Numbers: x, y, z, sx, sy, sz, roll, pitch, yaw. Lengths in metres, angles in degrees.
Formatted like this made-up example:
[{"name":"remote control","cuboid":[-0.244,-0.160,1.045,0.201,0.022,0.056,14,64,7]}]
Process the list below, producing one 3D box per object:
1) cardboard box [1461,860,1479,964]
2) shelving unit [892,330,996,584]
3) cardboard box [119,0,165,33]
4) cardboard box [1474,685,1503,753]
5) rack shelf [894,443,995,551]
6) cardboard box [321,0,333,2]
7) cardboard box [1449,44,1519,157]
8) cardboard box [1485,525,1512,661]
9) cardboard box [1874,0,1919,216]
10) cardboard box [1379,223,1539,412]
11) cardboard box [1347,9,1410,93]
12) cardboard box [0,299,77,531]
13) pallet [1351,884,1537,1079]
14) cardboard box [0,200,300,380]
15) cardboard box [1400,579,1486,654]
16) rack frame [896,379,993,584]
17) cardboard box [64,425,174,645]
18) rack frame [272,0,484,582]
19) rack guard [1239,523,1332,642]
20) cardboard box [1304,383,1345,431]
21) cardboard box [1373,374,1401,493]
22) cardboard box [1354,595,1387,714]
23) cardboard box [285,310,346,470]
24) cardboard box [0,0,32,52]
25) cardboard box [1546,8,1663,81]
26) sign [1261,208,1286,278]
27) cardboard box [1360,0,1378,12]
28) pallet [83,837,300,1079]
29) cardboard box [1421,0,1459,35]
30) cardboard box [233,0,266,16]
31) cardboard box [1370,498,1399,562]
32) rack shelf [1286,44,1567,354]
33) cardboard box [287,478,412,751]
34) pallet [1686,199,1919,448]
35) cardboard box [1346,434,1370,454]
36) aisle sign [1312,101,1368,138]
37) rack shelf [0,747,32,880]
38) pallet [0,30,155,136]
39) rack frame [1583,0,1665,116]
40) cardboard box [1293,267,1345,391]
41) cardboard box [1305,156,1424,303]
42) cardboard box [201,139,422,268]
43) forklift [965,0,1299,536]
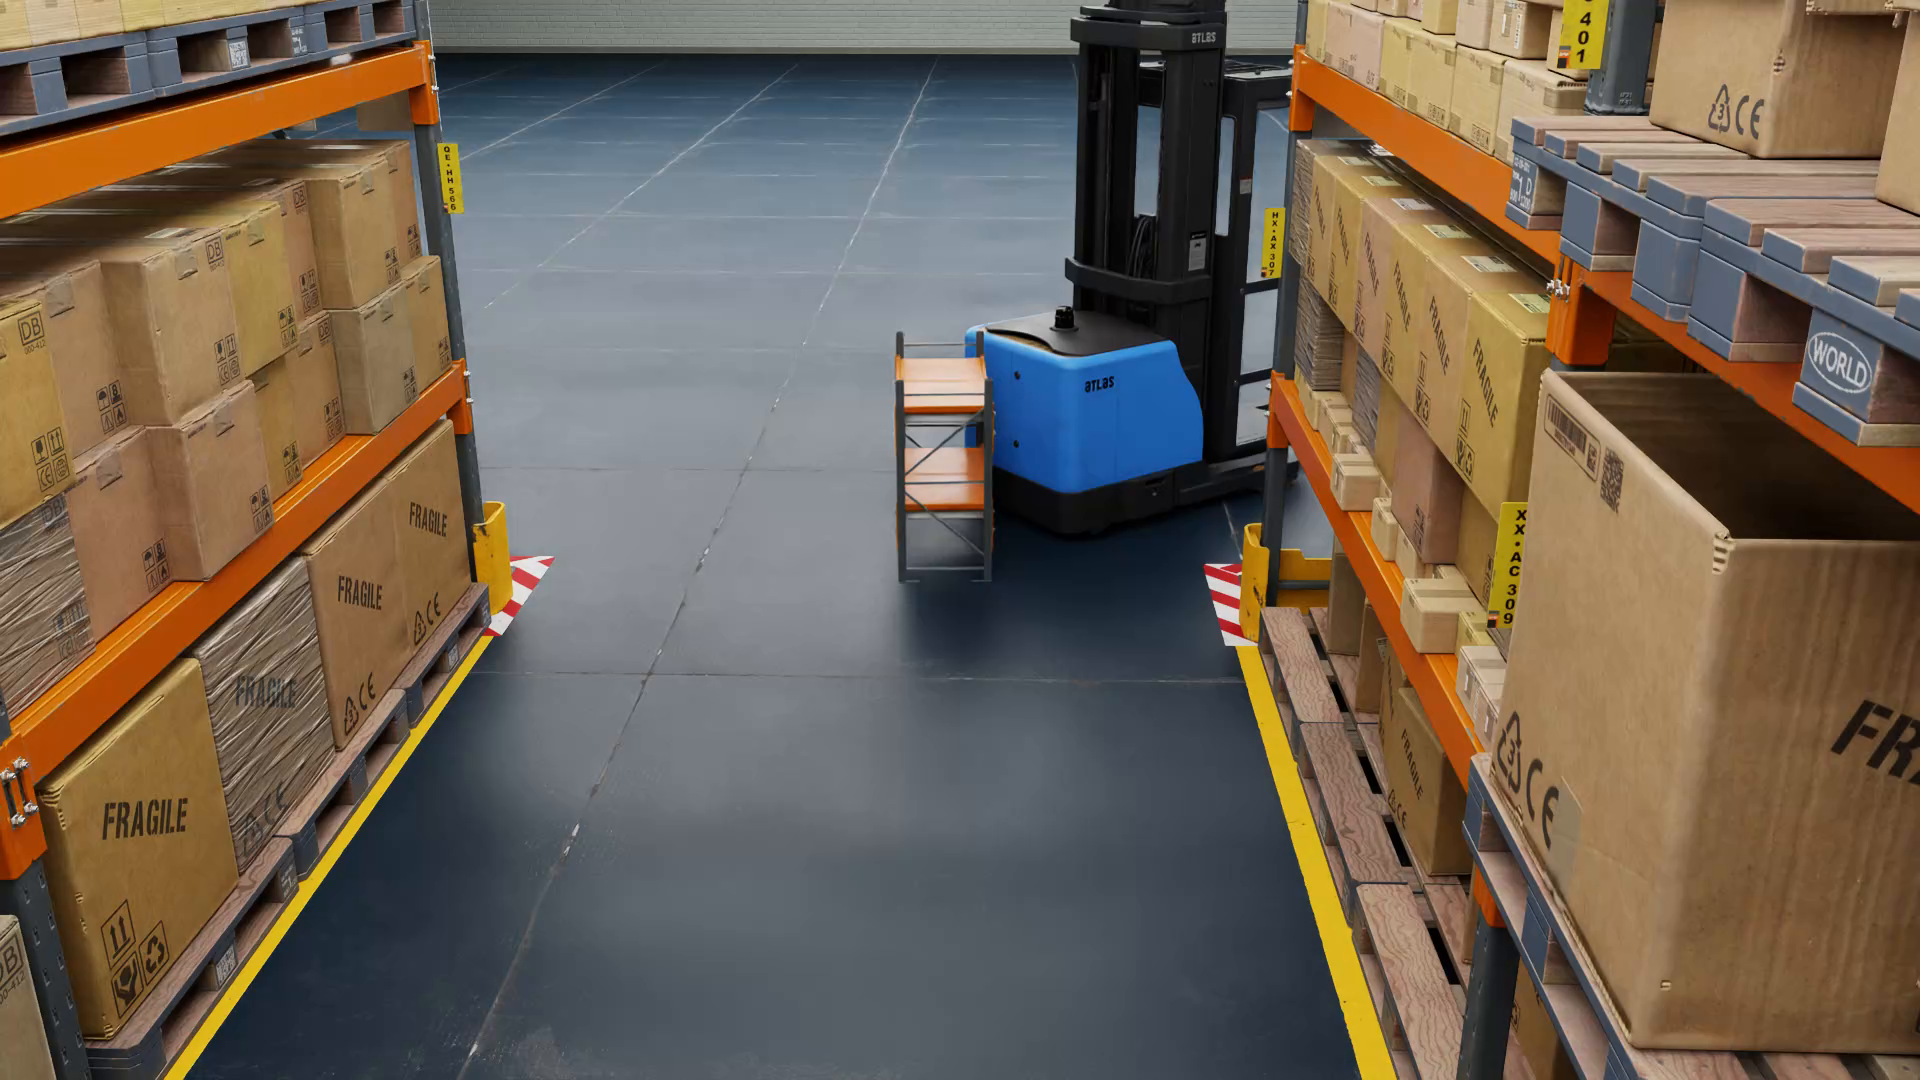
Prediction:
[{"name":"cardboard box","cuboid":[1.947,1.088,5.452,0.500,0.500,0.500,8,22,19]},{"name":"shelving unit","cuboid":[-0.098,-0.482,9.215,0.538,1.125,1.048,-1,21,-2]},{"name":"cardboard box","cuboid":[-2.690,-1.640,5.092,0.380,0.149,0.250,0,21,1]},{"name":"cardboard box","cuboid":[1.597,0.506,4.424,0.380,0.149,0.250,1,21,2]},{"name":"rack shelf","cuboid":[-0.098,-0.254,9.303,0.538,0.278,1.000,-1,21,-2]},{"name":"cardboard box","cuboid":[-2.644,-2.191,6.512,0.380,0.149,0.250,1,21,2]},{"name":"cardboard box","cuboid":[1.664,-1.215,4.573,0.500,0.250,0.500,1,21,3]},{"name":"cardboard box","cuboid":[1.960,0.123,4.516,0.875,0.500,0.500,1,21,2]},{"name":"cardboard box","cuboid":[1.743,-0.663,2.220,0.797,0.503,0.637,1,21,4]},{"name":"cardboard box","cuboid":[1.653,-0.708,5.276,0.500,0.500,0.500,1,21,2]},{"name":"cardboard box","cuboid":[1.705,-1.768,5.998,0.500,0.250,0.500,1,21,1]},{"name":"cardboard box","cuboid":[-3.024,-0.327,4.525,0.875,0.550,0.550,1,21,2]},{"name":"pallet","cuboid":[1.870,1.527,5.301,1.003,0.211,1.213,1,21,2]},{"name":"cardboard box","cuboid":[-2.962,-0.913,6.035,0.875,0.550,0.500,1,21,2]},{"name":"cardboard box","cuboid":[1.578,0.235,5.124,0.380,0.149,0.250,1,21,2]},{"name":"rack frame","cuboid":[-0.080,-0.298,8.741,0.500,1.125,0.032,-1,21,-2]},{"name":"cardboard box","cuboid":[-3.077,-0.023,5.235,0.875,0.550,0.550,1,21,2]},{"name":"rack frame","cuboid":[-2.948,-1.067,8.132,1.000,3.000,0.127,1,21,2]},{"name":"rack guard","cuboid":[2.004,0.217,8.279,1.175,0.500,0.348,1,21,2]},{"name":"cardboard box","cuboid":[1.710,-0.578,7.219,0.380,0.149,0.250,1,21,2]},{"name":"cardboard box","cuboid":[1.981,-0.420,5.914,0.875,0.500,0.500,1,21,2]},{"name":"cardboard box","cuboid":[1.987,0.436,7.134,0.500,0.500,0.500,6,22,16]},{"name":"cardboard box","cuboid":[-3.052,-0.602,6.727,0.875,0.550,0.550,1,21,2]},{"name":"cardboard box","cuboid":[-2.713,-1.366,4.385,0.380,0.149,0.250,1,21,2]},{"name":"cardboard box","cuboid":[1.606,-1.165,3.894,0.380,0.149,0.250,1,21,3]},{"name":"sign","cuboid":[1.464,-1.385,7.756,0.100,0.325,0.005,1,21,2]},{"name":"cardboard box","cuboid":[1.687,-2.023,6.104,0.380,0.149,0.250,1,21,1]},{"name":"pallet","cuboid":[-2.969,1.405,5.616,1.003,0.211,1.213,1,21,2]},{"name":"cardboard box","cuboid":[1.641,-1.641,5.122,0.380,0.149,0.250,2,21,4]},{"name":"cardboard box","cuboid":[-2.667,-1.915,5.801,0.380,0.149,0.250,1,21,2]},{"name":"cardboard box","cuboid":[1.658,-0.036,5.822,0.380,0.149,0.250,1,21,2]},{"name":"rack shelf","cuboid":[1.945,-1.316,5.621,1.077,0.370,4.000,1,21,2]},{"name":"cardboard box","cuboid":[-2.928,0.292,6.987,0.875,0.875,0.875,0,21,1]},{"name":"pallet","cuboid":[1.731,-0.244,2.123,1.213,0.211,1.003,1,21,2]},{"name":"cardboard box","cuboid":[1.728,-0.306,6.519,0.380,0.149,0.250,1,21,2]},{"name":"aisle sign","cuboid":[1.708,-2.214,7.494,0.394,0.787,0.004,1,21,2]},{"name":"rack shelf","cuboid":[-3.131,1.438,2.671,1.077,0.370,4.000,1,21,2]},{"name":"pallet","cuboid":[-3.035,-1.274,4.641,1.003,0.211,1.213,1,21,2]},{"name":"rack frame","cuboid":[1.885,-2.327,3.085,1.000,3.000,0.127,1,21,2]},{"name":"cardboard box","cuboid":[1.962,-0.963,7.314,0.875,0.500,0.500,1,21,2]},{"name":"cardboard box","cuboid":[1.695,-1.251,6.674,0.500,0.500,0.500,1,21,2]},{"name":"cardboard box","cuboid":[-2.998,-1.507,7.565,0.875,0.550,0.550,1,21,2]},{"name":"forklift","cuboid":[1.498,-1.798,10.110,3.031,2.935,1.130,-15,26,-34]}]
